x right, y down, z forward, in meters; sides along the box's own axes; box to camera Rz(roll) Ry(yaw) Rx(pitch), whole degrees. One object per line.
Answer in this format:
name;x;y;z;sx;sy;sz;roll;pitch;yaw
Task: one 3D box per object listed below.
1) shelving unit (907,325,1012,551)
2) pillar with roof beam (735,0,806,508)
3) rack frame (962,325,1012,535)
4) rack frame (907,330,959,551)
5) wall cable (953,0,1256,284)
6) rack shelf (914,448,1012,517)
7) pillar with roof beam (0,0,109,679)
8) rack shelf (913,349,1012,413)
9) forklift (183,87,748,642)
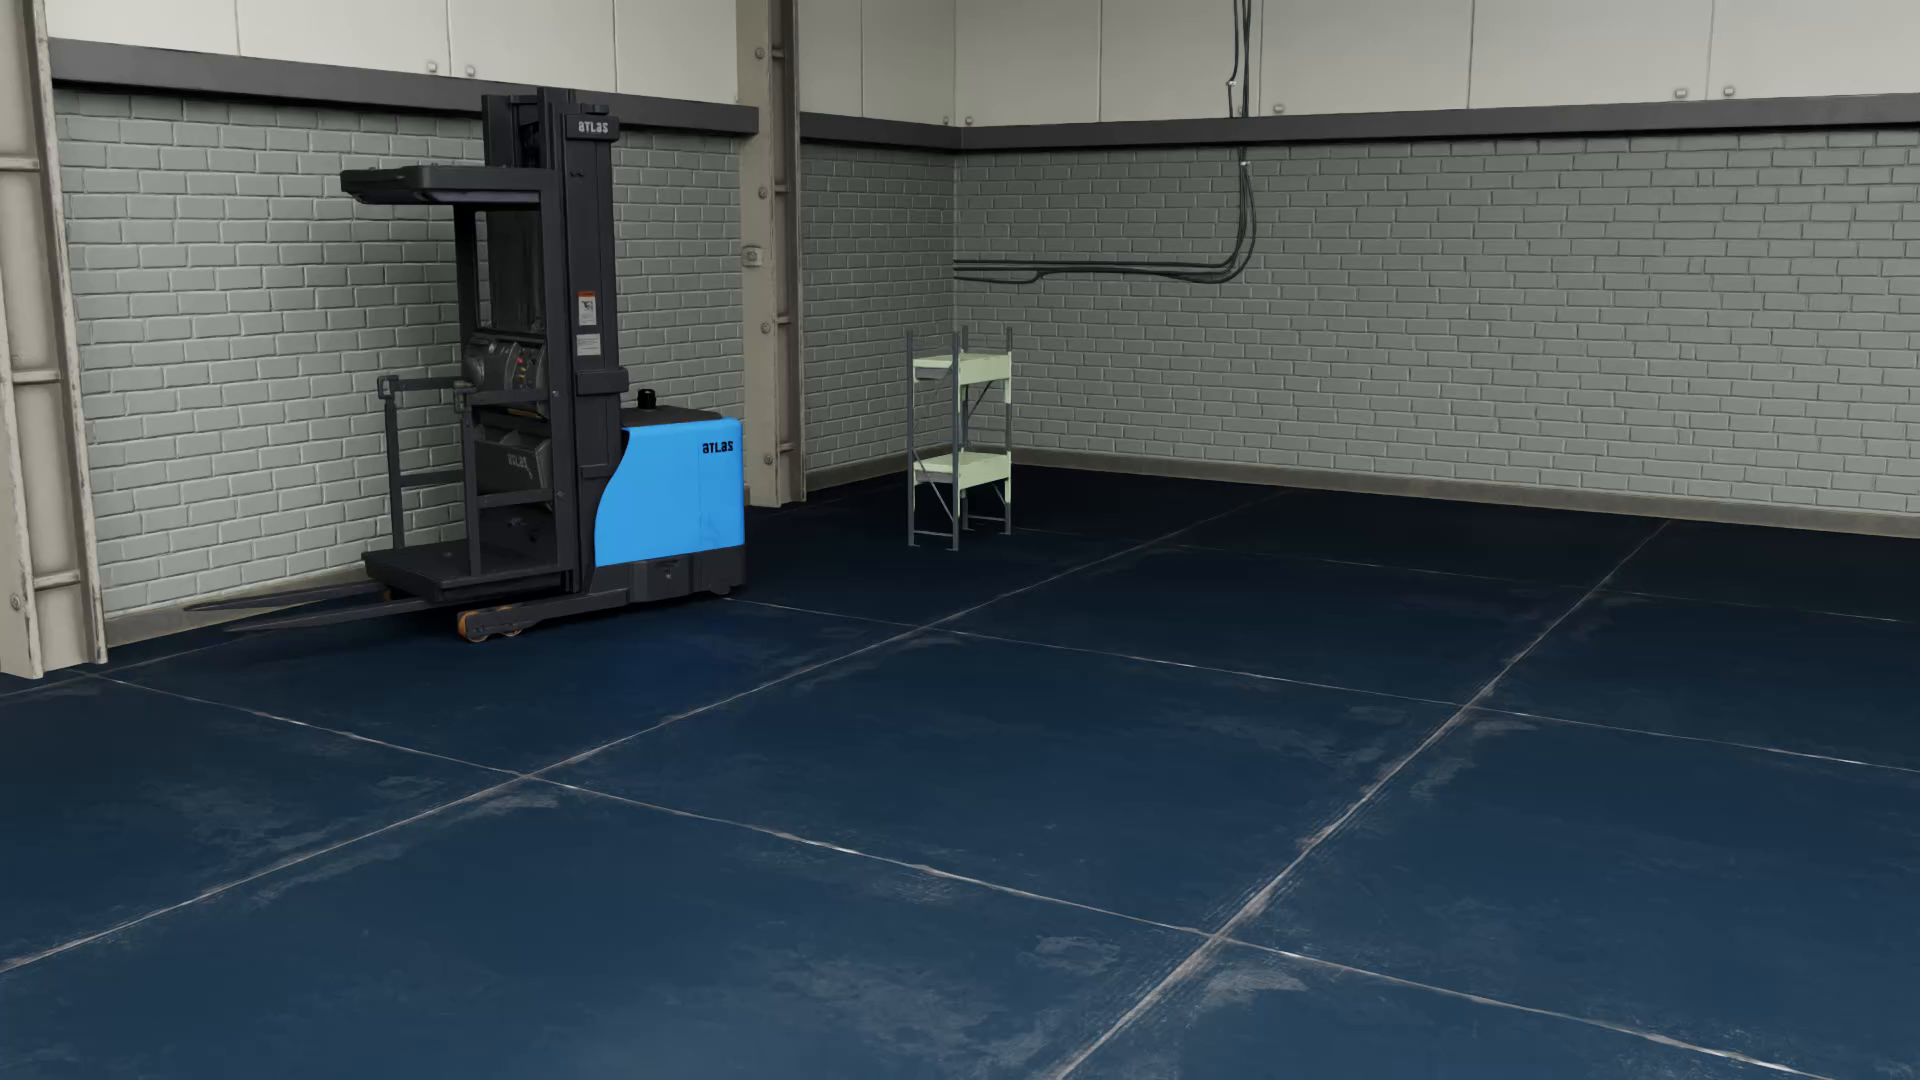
shelving unit;0.003;-0.738;11.736;0.431;1.500;0.755;6;12;31
pillar with roof beam;2.196;-4.314;10.457;9.100;9.000;0.400;6;12;31
rack frame;0.193;-0.796;12.044;0.400;1.500;0.023;6;12;31
rack frame;-0.187;-0.681;11.429;0.400;1.500;0.023;6;12;31
wall cable;1.176;-3.536;14.739;3.097;2.526;0.112;6;12;31
rack shelf;0.003;-0.418;11.796;0.431;0.370;0.720;6;12;31
pillar with roof beam;-0.919;-3.370;5.416;9.100;9.000;0.400;6;12;31
rack shelf;0.003;-1.122;11.664;0.431;0.370;0.720;6;12;31
forklift;-2.726;-0.999;9.242;3.031;2.935;1.130;-9;14;-40
